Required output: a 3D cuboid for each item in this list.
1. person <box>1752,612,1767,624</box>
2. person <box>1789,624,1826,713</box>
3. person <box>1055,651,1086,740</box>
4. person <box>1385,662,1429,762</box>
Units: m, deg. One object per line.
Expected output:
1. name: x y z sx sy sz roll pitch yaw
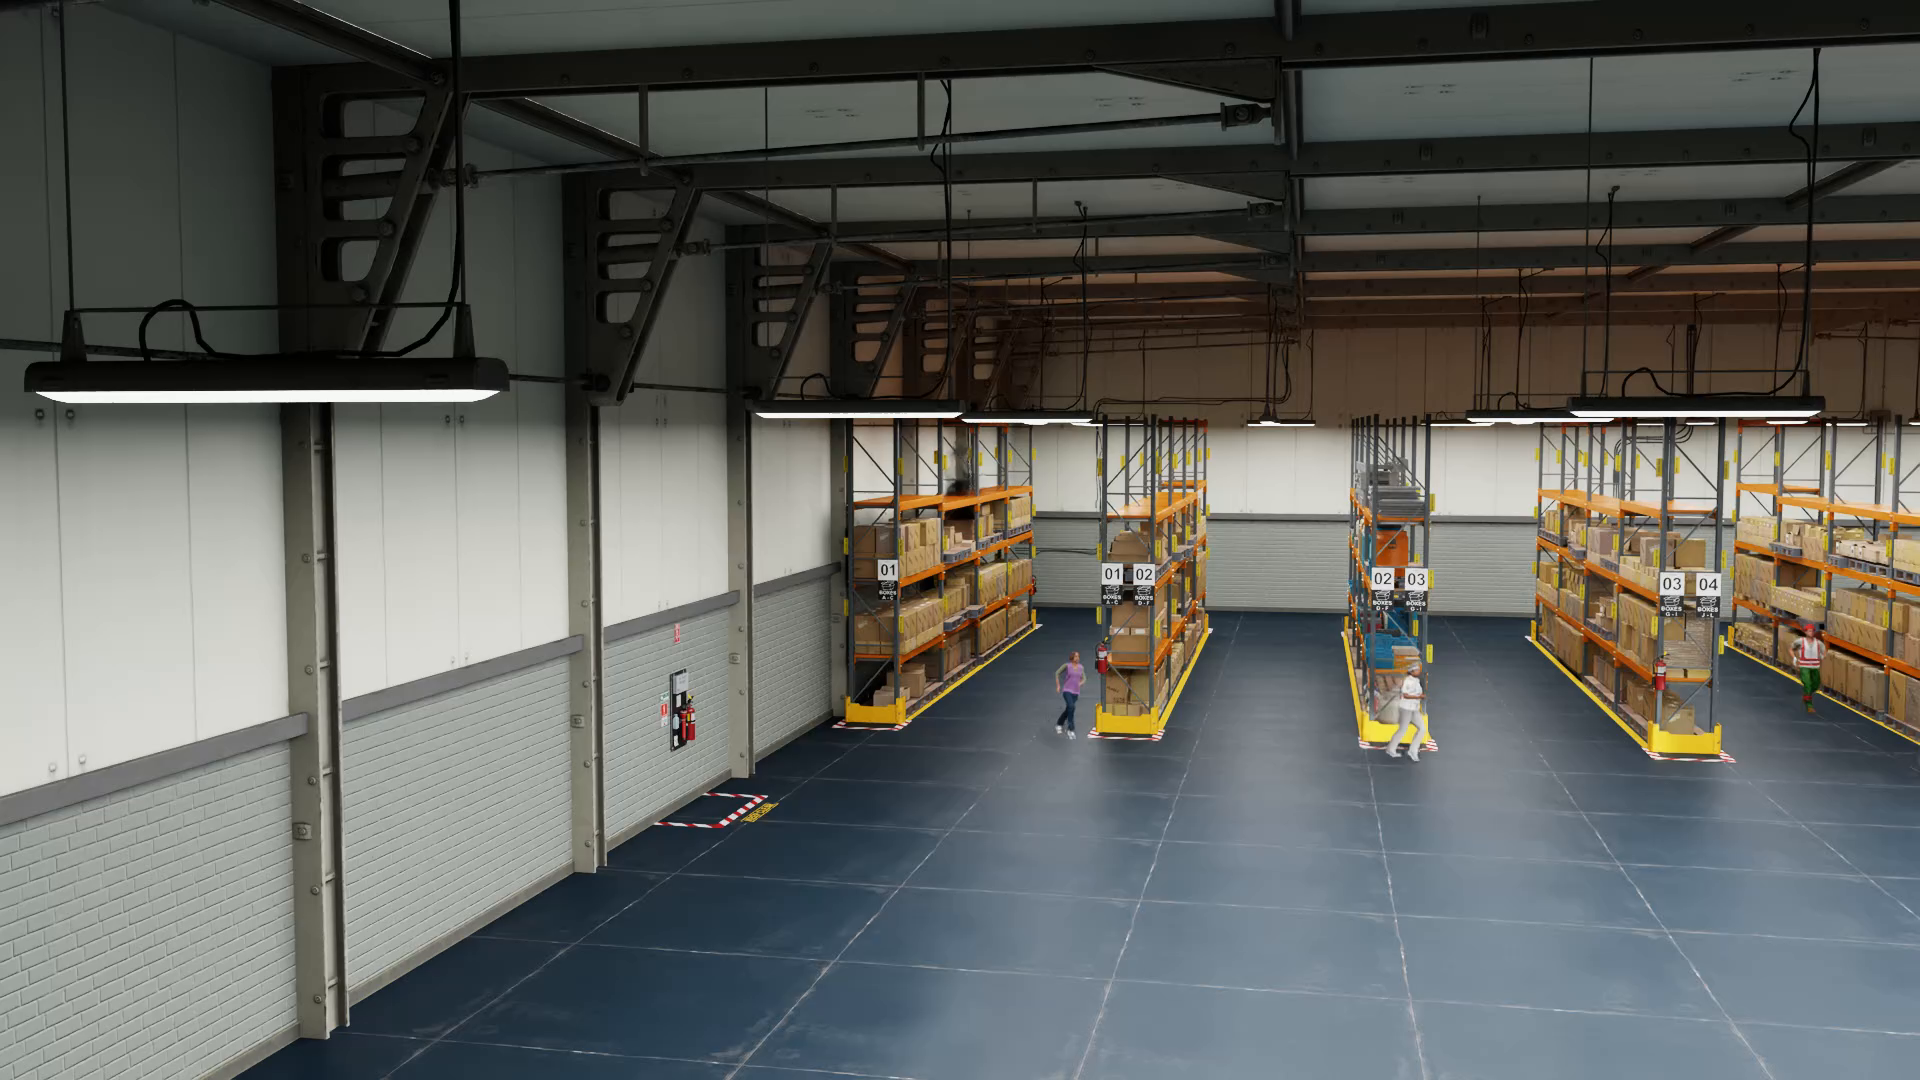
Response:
1. person: 21.791 1.885 45.134 0.586 1.643 0.823 3 5 37
2. person: 17.202 2.590 33.710 0.669 1.766 0.928 1 4 9
3. person: 2.098 2.861 30.934 0.541 1.585 0.771 -2 4 -25
4. person: 7.794 2.977 28.798 0.722 1.753 0.579 3 5 41
